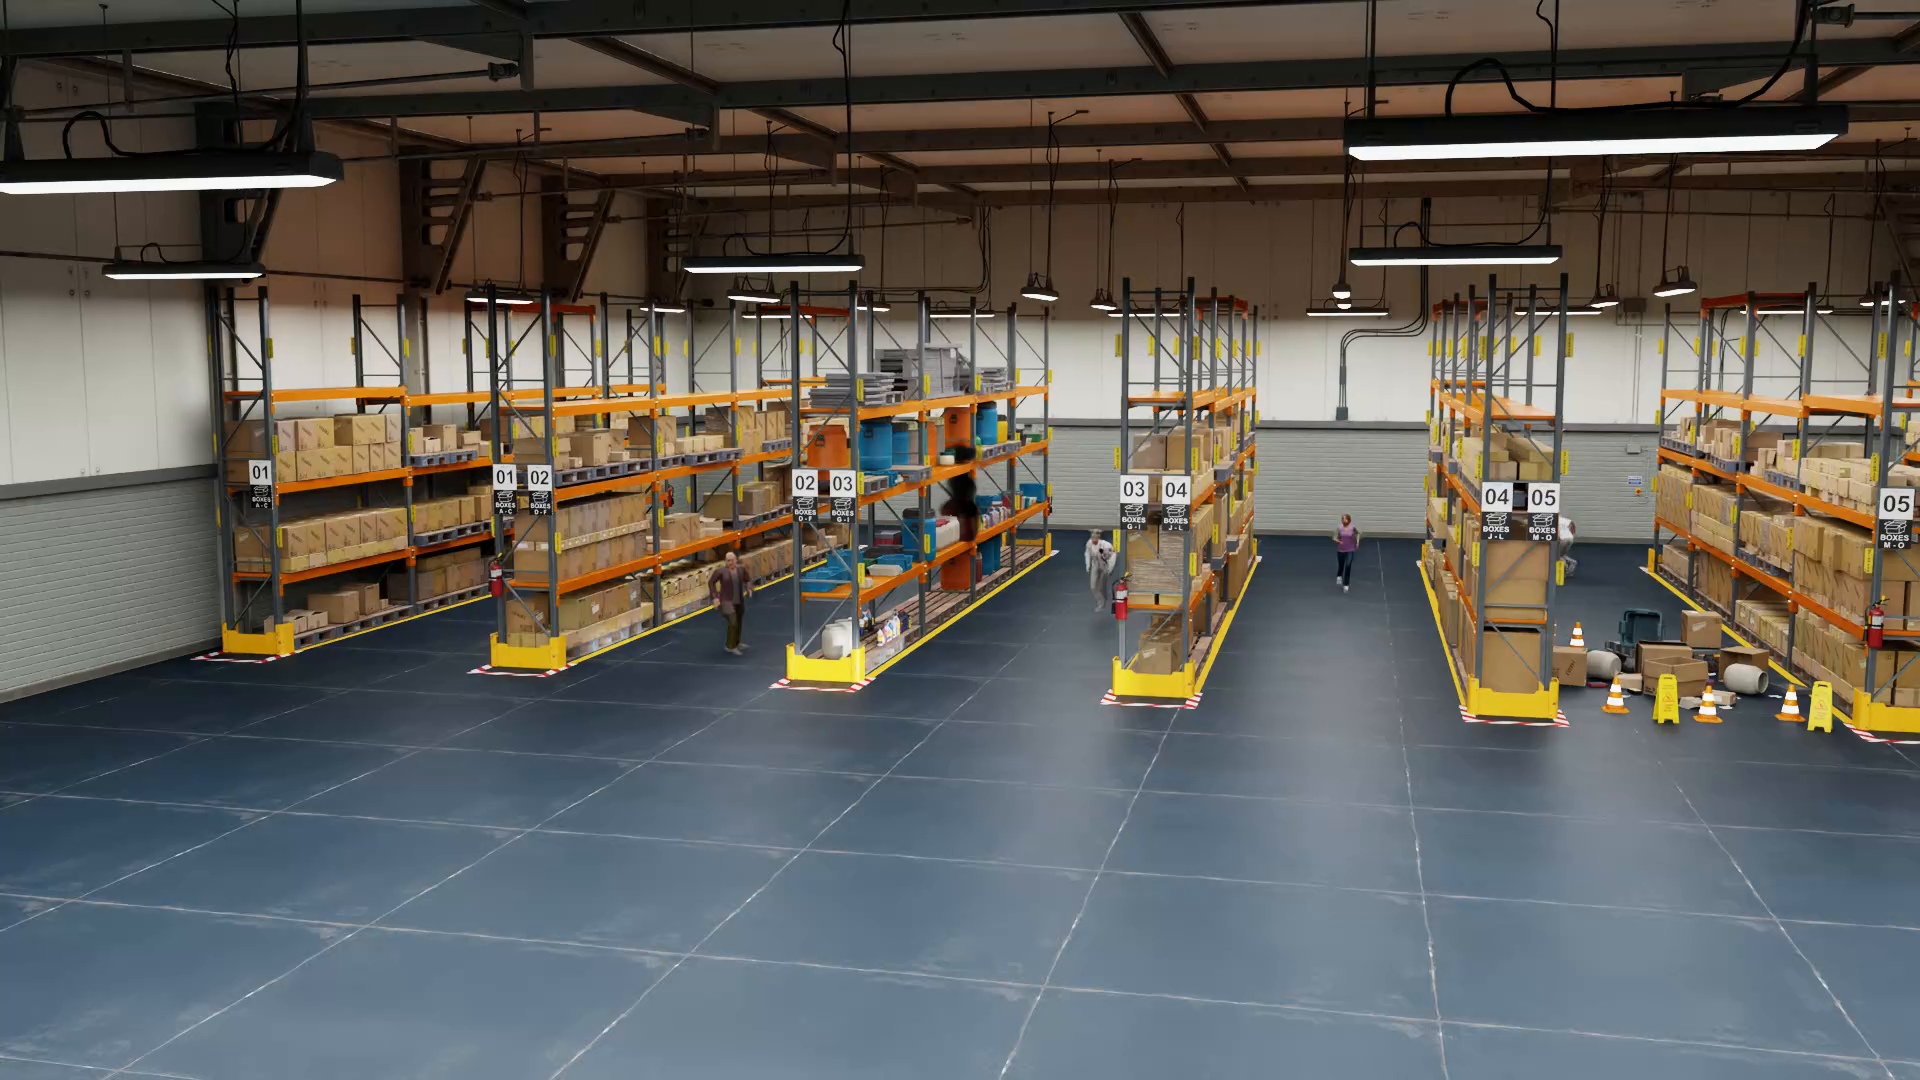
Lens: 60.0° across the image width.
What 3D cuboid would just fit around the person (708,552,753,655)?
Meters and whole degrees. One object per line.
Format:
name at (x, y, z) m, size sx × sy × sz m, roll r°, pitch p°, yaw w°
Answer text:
person at (-3.725, 1.044, 27.382) m, size 0.715 × 1.737 × 0.876 m, roll -6°, pitch 9°, yaw -41°

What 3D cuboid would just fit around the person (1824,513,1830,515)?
person at (18.407, 0.181, 35.189) m, size 0.515 × 1.606 × 0.845 m, roll -6°, pitch 9°, yaw -41°

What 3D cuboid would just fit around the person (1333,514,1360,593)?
person at (8.018, 0.248, 34.530) m, size 0.555 × 1.606 × 0.884 m, roll 2°, pitch 7°, yaw 13°

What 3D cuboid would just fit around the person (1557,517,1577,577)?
person at (13.336, 0.057, 36.808) m, size 0.597 × 1.476 × 0.779 m, roll -4°, pitch 8°, yaw -32°

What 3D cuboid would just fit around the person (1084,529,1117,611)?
person at (2.557, 0.533, 30.050) m, size 0.624 × 1.512 × 0.863 m, roll 3°, pitch 7°, yaw 22°
